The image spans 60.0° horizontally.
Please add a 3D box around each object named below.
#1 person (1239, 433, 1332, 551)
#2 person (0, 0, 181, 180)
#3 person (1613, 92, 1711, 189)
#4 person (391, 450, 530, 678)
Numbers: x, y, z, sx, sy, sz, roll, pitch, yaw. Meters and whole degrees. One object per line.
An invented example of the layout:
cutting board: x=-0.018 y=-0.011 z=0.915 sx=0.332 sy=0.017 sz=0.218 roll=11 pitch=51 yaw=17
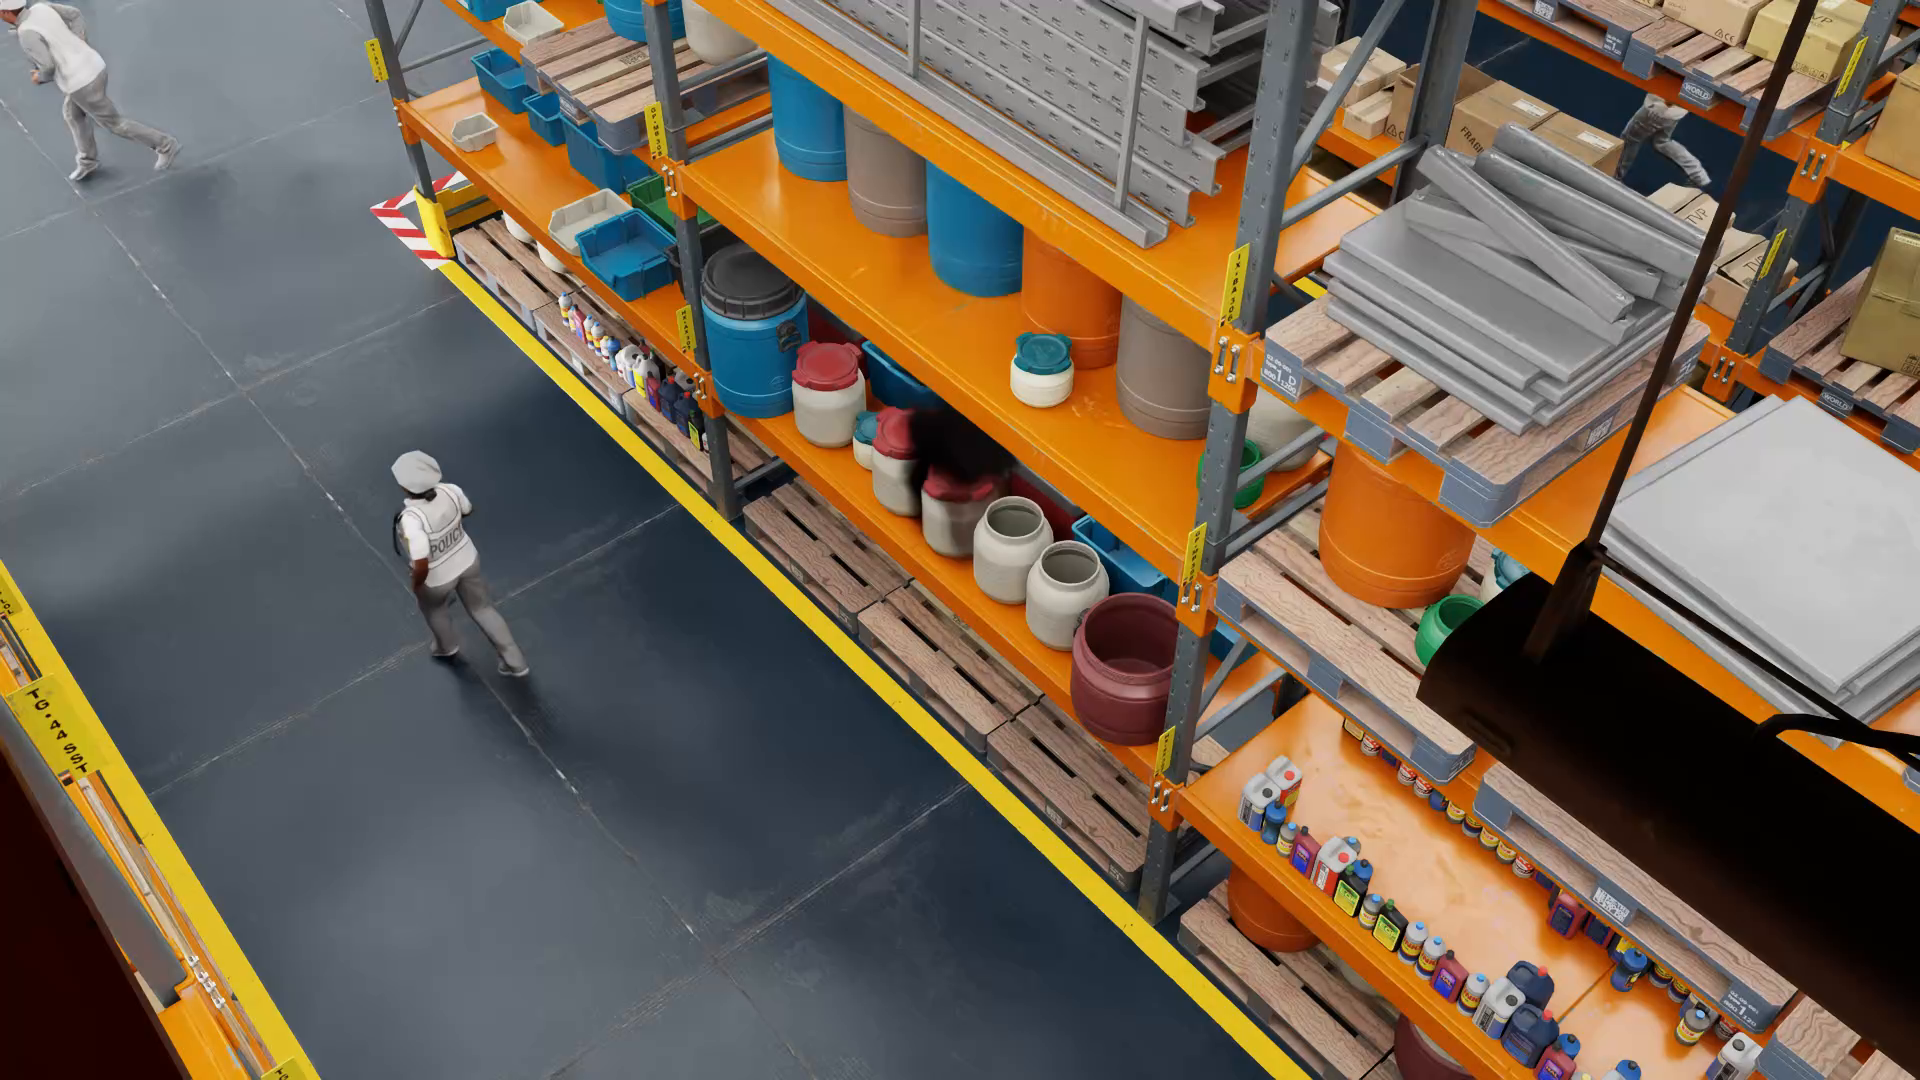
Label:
person: x=2.010 y=-0.257 z=10.085 sx=0.665 sy=1.686 sz=0.603 roll=-27 pitch=52 yaw=-24
person: x=-6.945 y=-3.642 z=13.302 sx=1.048 sy=1.731 sz=0.696 roll=0 pitch=46 yaw=0
person: x=5.555 y=-3.399 z=12.999 sx=0.972 sy=1.770 sz=0.706 roll=29 pitch=53 yaw=25
person: x=-2.942 y=0.204 z=9.630 sx=0.798 sy=1.762 sz=0.587 roll=30 pitch=53 yaw=25
